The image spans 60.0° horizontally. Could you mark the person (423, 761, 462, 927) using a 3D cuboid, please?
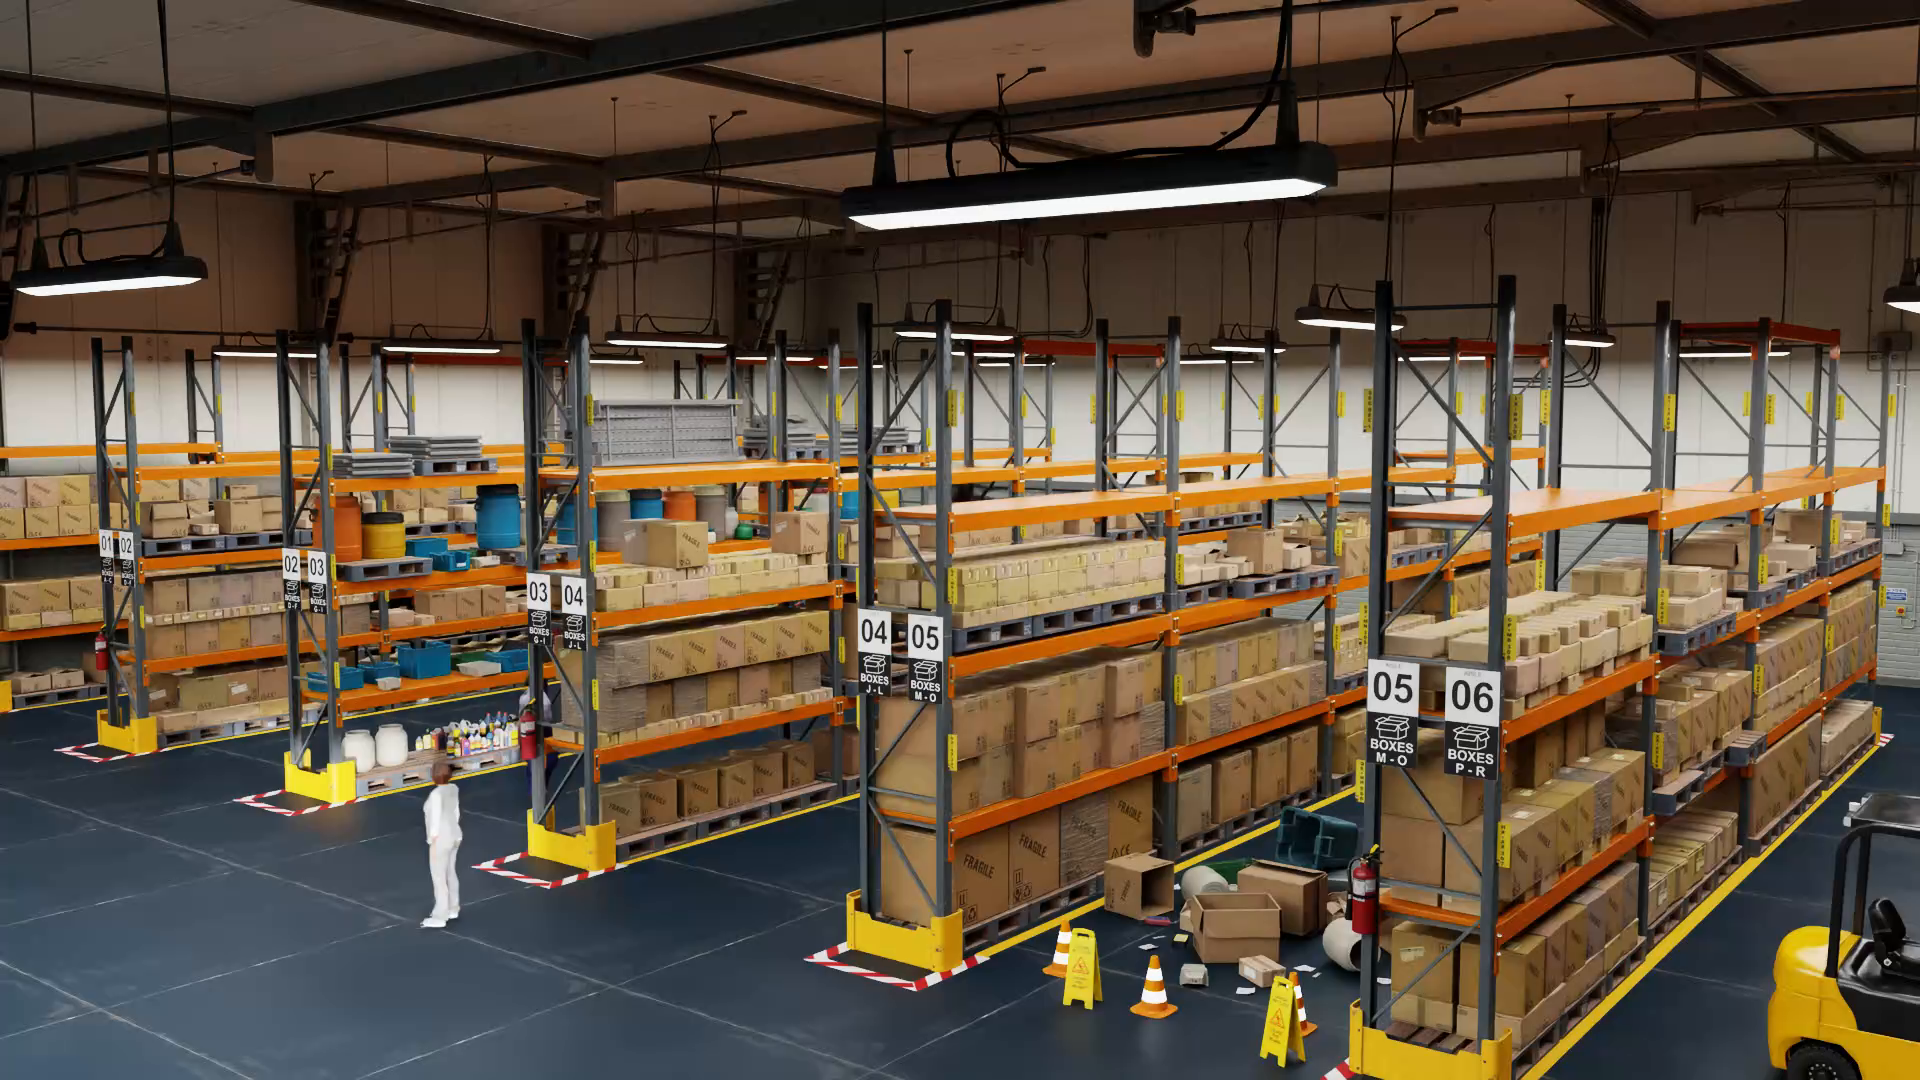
[{"bbox_3d":[-5.061,2.949,16.227,0.386,1.600,0.454,1,5,12],"label":"person"}]

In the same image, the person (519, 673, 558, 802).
[{"bbox_3d":[-5.415,2.507,21.308,0.482,1.669,0.541,3,6,30],"label":"person"}]
